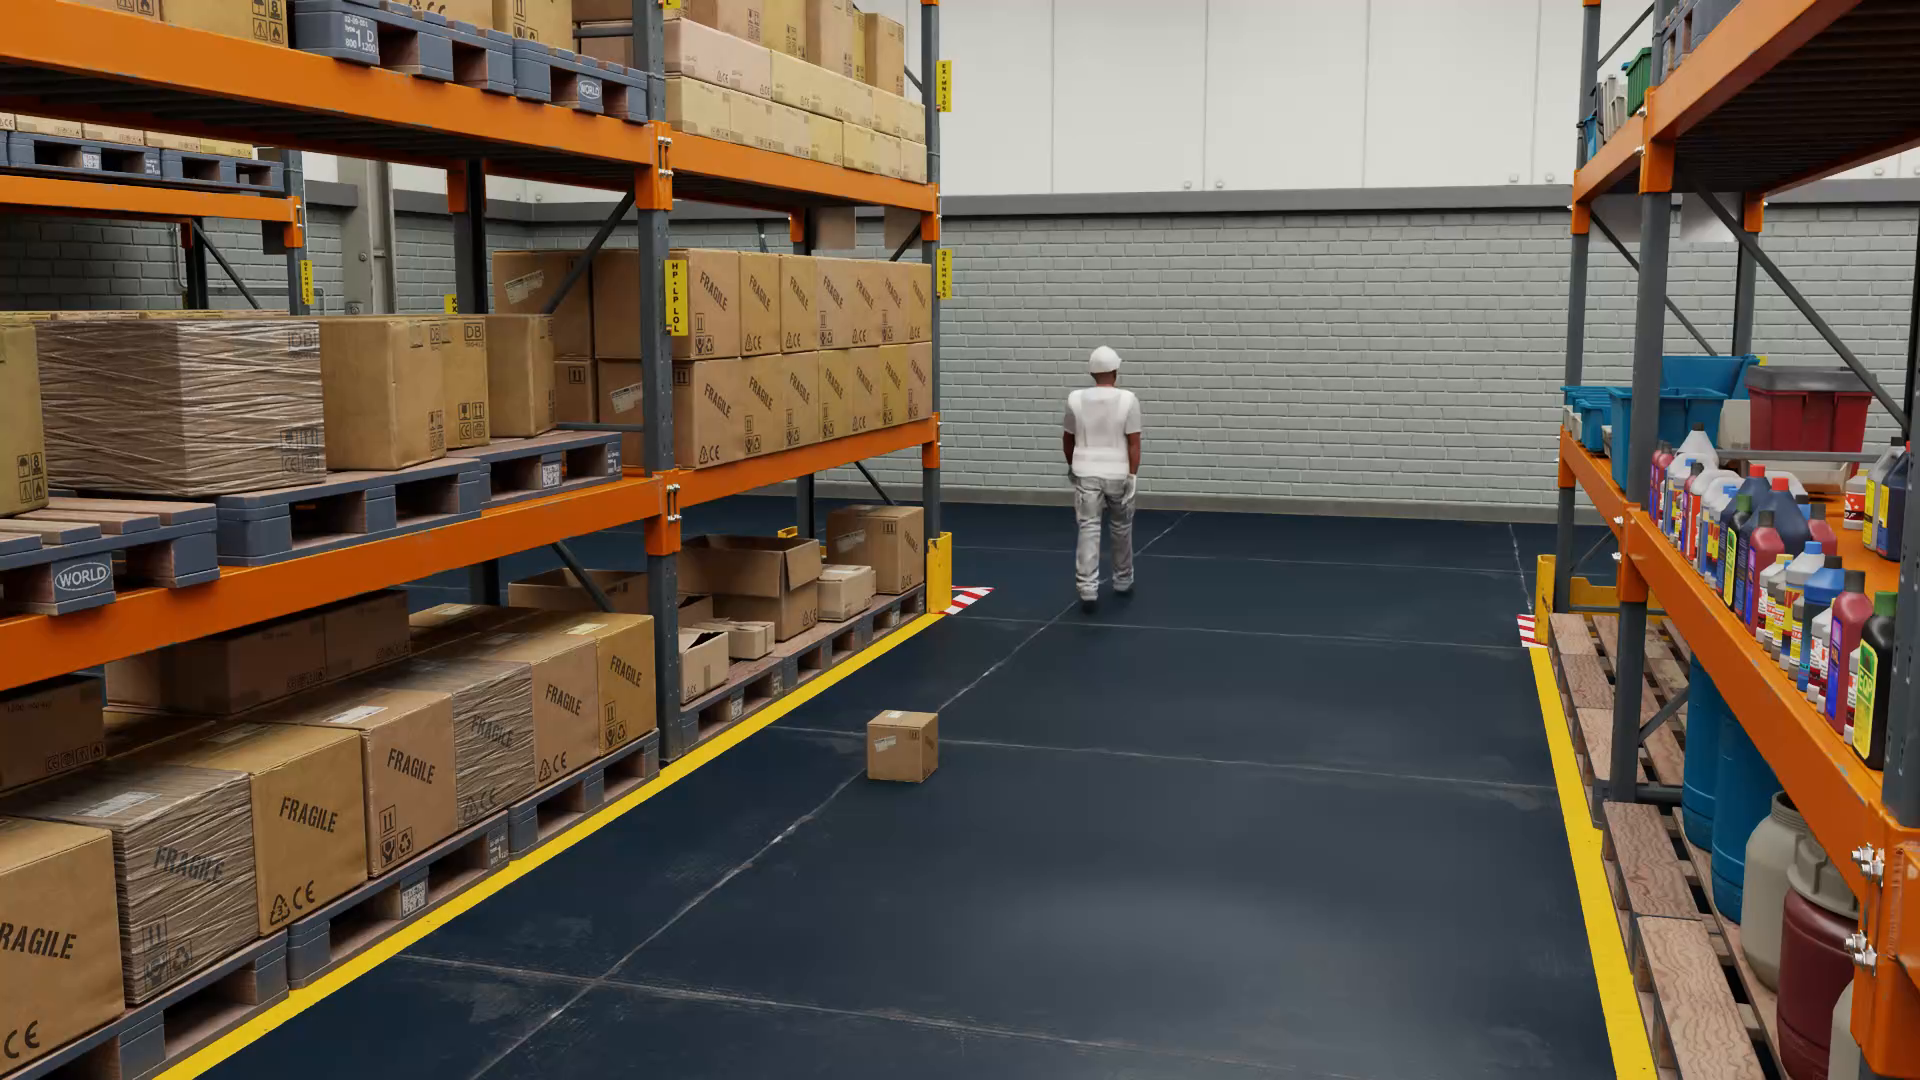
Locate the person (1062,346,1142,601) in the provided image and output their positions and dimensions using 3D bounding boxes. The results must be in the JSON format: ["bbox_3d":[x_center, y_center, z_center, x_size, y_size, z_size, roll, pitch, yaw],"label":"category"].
[{"bbox_3d":[0.983,-0.467,11.467,0.553,1.733,1.054,1,8,10],"label":"person"}]
